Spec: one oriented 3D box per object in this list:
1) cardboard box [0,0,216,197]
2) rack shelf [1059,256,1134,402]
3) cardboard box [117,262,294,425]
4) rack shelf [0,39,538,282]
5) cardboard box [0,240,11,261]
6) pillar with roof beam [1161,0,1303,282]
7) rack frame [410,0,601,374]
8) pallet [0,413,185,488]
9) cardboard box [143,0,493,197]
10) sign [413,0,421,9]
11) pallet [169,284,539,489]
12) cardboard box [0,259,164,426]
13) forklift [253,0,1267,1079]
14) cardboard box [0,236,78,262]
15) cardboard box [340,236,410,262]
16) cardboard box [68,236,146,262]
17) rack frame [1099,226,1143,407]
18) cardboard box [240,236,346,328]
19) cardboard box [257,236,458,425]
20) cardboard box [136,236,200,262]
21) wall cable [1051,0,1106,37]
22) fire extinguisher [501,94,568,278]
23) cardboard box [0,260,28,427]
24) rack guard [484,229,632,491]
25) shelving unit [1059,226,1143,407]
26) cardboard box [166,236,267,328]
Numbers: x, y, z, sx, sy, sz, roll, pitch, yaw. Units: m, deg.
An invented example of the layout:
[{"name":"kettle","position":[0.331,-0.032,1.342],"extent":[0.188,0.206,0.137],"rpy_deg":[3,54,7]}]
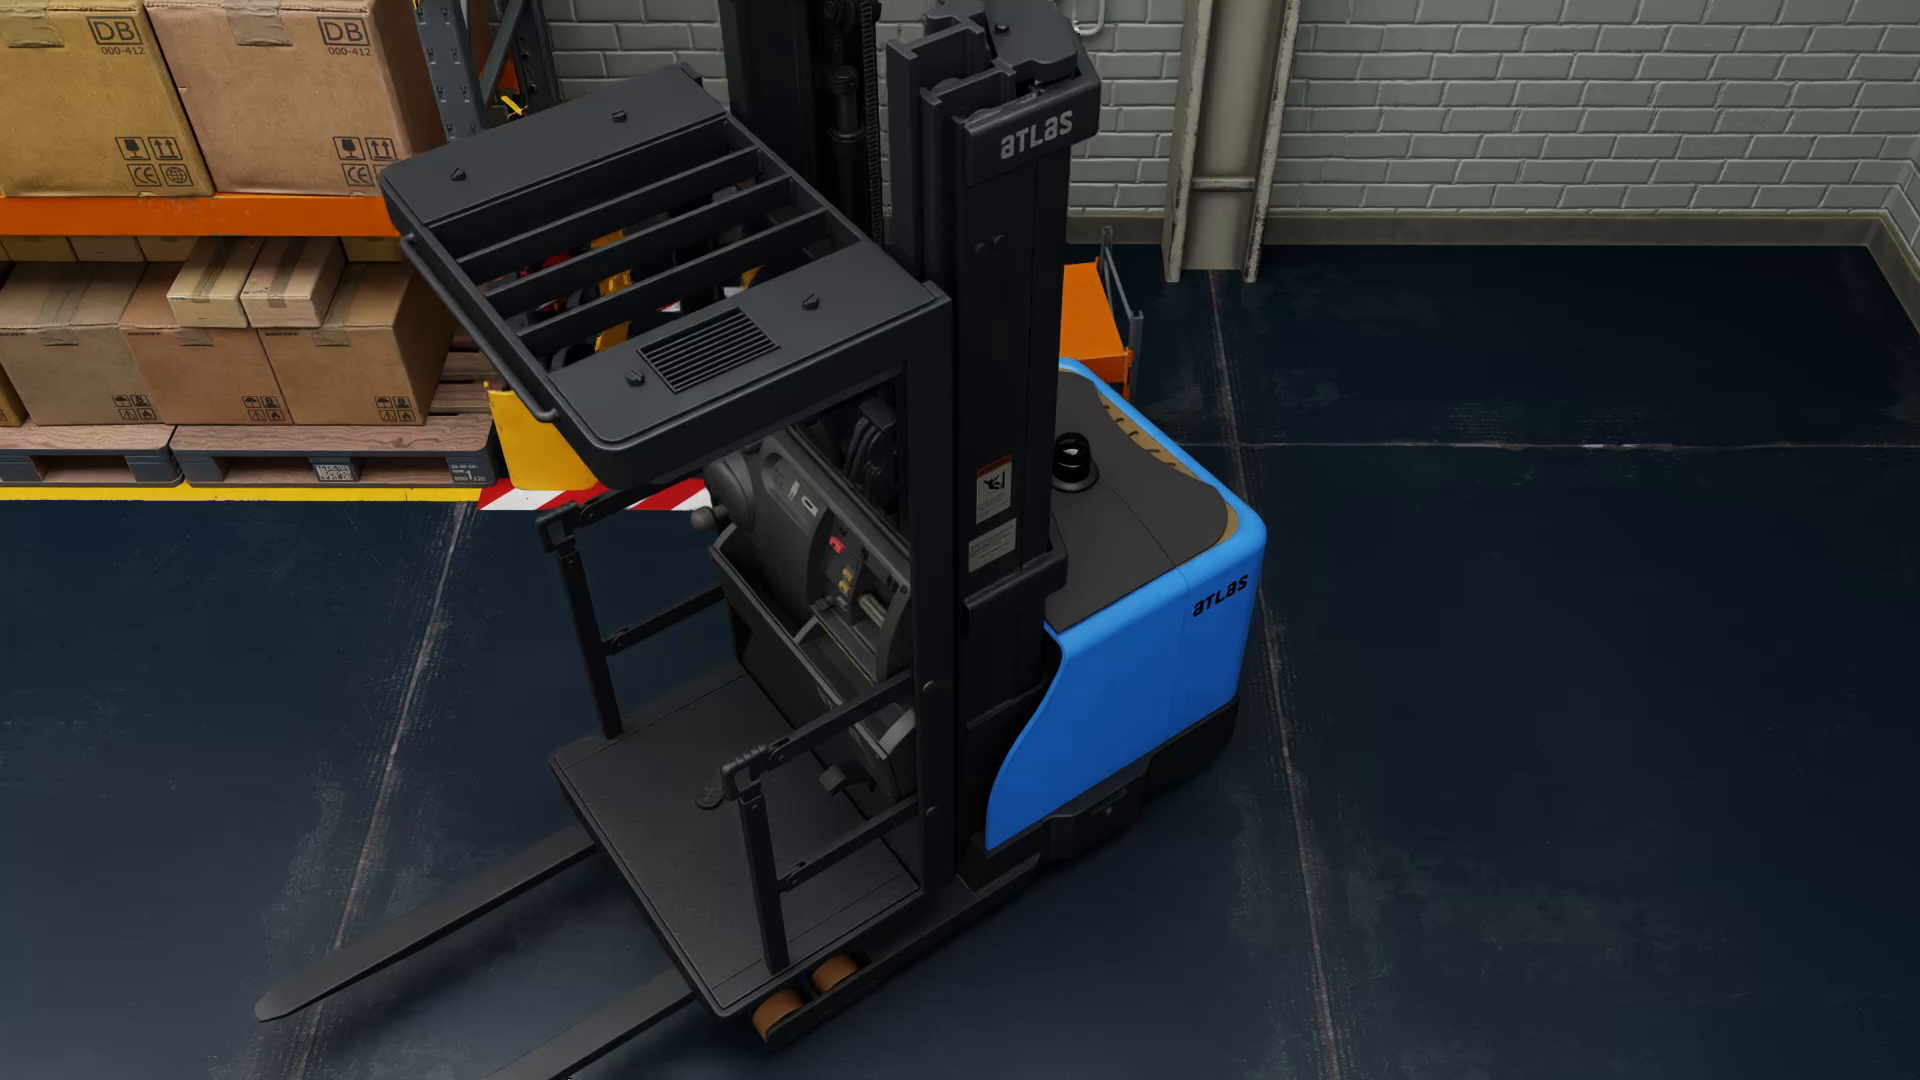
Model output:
[{"name":"cardboard box","position":[-2.835,-1.732,5.608],"extent":[0.700,0.700,0.980],"rpy_deg":[0,47,0]},{"name":"rack shelf","position":[0.039,-0.657,5.693],"extent":[1.000,0.278,0.538],"rpy_deg":[-7,47,-6]},{"name":"cardboard box","position":[-2.798,-0.863,6.425],"extent":[0.500,0.500,0.700],"rpy_deg":[0,47,0]},{"name":"rack shelf","position":[-3.597,-1.402,5.997],"extent":[4.000,0.370,1.077],"rpy_deg":[0,47,0]},{"name":"cardboard box","position":[-3.693,-1.232,6.325],"extent":[0.250,0.149,0.380],"rpy_deg":[-1,47,-1]},{"name":"pillar with roof beam","position":[1.090,-1.161,1.183],"extent":[0.400,9.000,9.100],"rpy_deg":[0,47,0]},{"name":"rack frame","position":[-1.597,-1.642,5.729],"extent":[0.127,3.000,1.000],"rpy_deg":[0,47,0]},{"name":"pallet","position":[-3.614,-0.642,6.704],"extent":[1.213,0.211,1.003],"rpy_deg":[0,47,0]},{"name":"cardboard box","position":[-2.107,-1.738,5.614],"extent":[0.700,0.700,0.980],"rpy_deg":[2,47,2]},{"name":"sign","position":[-1.613,-1.720,4.849],"extent":[0.005,0.325,0.100],"rpy_deg":[0,47,0]},{"name":"pallet","position":[-2.397,-0.637,6.699],"extent":[1.213,0.211,1.003],"rpy_deg":[0,47,0]},{"name":"cardboard box","position":[-3.301,-0.864,6.426],"extent":[0.500,0.500,0.700],"rpy_deg":[-1,47,-1]},{"name":"forklift","position":[-0.581,0.030,4.219],"extent":[3.031,2.935,1.130],"rpy_deg":[-28,53,-23]},{"name":"cardboard box","position":[-3.440,-1.231,6.325],"extent":[0.250,0.149,0.380],"rpy_deg":[1,47,1]},{"name":"cardboard box","position":[-2.172,-1.229,6.323],"extent":[0.250,0.149,0.380],"rpy_deg":[0,47,0]},{"name":"cardboard box","position":[-3.183,-1.231,6.324],"extent":[0.250,0.149,0.380],"rpy_deg":[1,47,1]},{"name":"rack frame","position":[0.541,-0.515,5.961],"extent":[0.032,1.125,0.500],"rpy_deg":[-7,47,-6]},{"name":"cardboard box","position":[-2.427,-0.950,6.063],"extent":[0.250,0.149,0.380],"rpy_deg":[0,47,0]},{"name":"cardboard box","position":[-2.298,-0.862,6.424],"extent":[0.500,0.500,0.700],"rpy_deg":[0,47,0]},{"name":"cardboard box","position":[-2.929,-1.231,6.324],"extent":[0.250,0.149,0.380],"rpy_deg":[1,47,0]},{"name":"wall cable","position":[-0.313,-2.677,5.998],"extent":[1.851,1.984,0.084],"rpy_deg":[0,47,0]},{"name":"fire extinguisher","position":[-1.448,-1.150,5.579],"extent":[0.183,0.674,0.296],"rpy_deg":[0,47,0]},{"name":"cardboard box","position":[-3.834,-0.860,6.422],"extent":[0.500,0.500,0.700],"rpy_deg":[1,47,1]},{"name":"rack guard","position":[-1.573,-0.790,6.644],"extent":[0.348,0.500,1.175],"rpy_deg":[0,47,0]},{"name":"shelving unit","position":[0.039,-0.457,5.907],"extent":[1.048,1.125,0.538],"rpy_deg":[-7,47,-6]},{"name":"cardboard box","position":[-2.682,-0.950,6.063],"extent":[0.250,0.149,0.380],"rpy_deg":[1,47,1]}]
